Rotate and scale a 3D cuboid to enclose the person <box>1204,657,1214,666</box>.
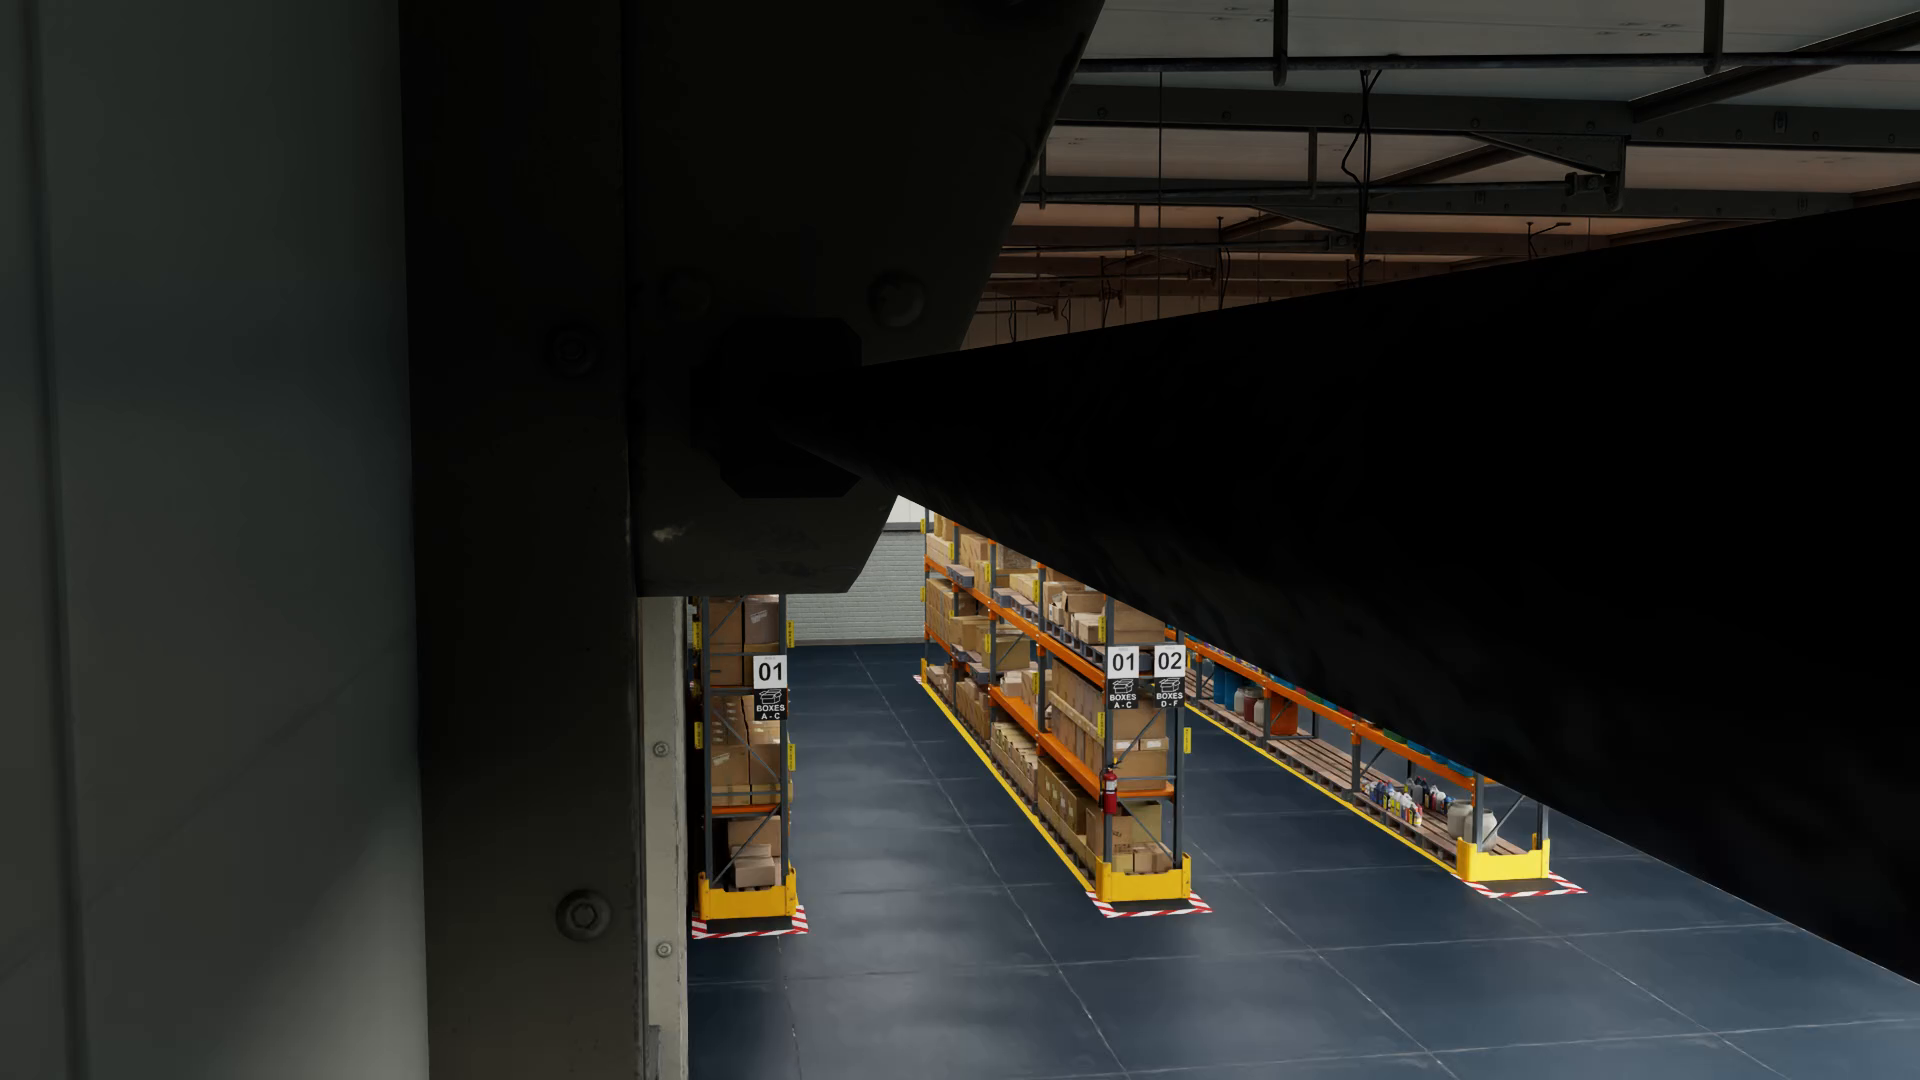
[{"bbox_3d":[5.862,2.163,38.472,0.386,1.534,1.009,-2,5,-18],"label":"person"}]
